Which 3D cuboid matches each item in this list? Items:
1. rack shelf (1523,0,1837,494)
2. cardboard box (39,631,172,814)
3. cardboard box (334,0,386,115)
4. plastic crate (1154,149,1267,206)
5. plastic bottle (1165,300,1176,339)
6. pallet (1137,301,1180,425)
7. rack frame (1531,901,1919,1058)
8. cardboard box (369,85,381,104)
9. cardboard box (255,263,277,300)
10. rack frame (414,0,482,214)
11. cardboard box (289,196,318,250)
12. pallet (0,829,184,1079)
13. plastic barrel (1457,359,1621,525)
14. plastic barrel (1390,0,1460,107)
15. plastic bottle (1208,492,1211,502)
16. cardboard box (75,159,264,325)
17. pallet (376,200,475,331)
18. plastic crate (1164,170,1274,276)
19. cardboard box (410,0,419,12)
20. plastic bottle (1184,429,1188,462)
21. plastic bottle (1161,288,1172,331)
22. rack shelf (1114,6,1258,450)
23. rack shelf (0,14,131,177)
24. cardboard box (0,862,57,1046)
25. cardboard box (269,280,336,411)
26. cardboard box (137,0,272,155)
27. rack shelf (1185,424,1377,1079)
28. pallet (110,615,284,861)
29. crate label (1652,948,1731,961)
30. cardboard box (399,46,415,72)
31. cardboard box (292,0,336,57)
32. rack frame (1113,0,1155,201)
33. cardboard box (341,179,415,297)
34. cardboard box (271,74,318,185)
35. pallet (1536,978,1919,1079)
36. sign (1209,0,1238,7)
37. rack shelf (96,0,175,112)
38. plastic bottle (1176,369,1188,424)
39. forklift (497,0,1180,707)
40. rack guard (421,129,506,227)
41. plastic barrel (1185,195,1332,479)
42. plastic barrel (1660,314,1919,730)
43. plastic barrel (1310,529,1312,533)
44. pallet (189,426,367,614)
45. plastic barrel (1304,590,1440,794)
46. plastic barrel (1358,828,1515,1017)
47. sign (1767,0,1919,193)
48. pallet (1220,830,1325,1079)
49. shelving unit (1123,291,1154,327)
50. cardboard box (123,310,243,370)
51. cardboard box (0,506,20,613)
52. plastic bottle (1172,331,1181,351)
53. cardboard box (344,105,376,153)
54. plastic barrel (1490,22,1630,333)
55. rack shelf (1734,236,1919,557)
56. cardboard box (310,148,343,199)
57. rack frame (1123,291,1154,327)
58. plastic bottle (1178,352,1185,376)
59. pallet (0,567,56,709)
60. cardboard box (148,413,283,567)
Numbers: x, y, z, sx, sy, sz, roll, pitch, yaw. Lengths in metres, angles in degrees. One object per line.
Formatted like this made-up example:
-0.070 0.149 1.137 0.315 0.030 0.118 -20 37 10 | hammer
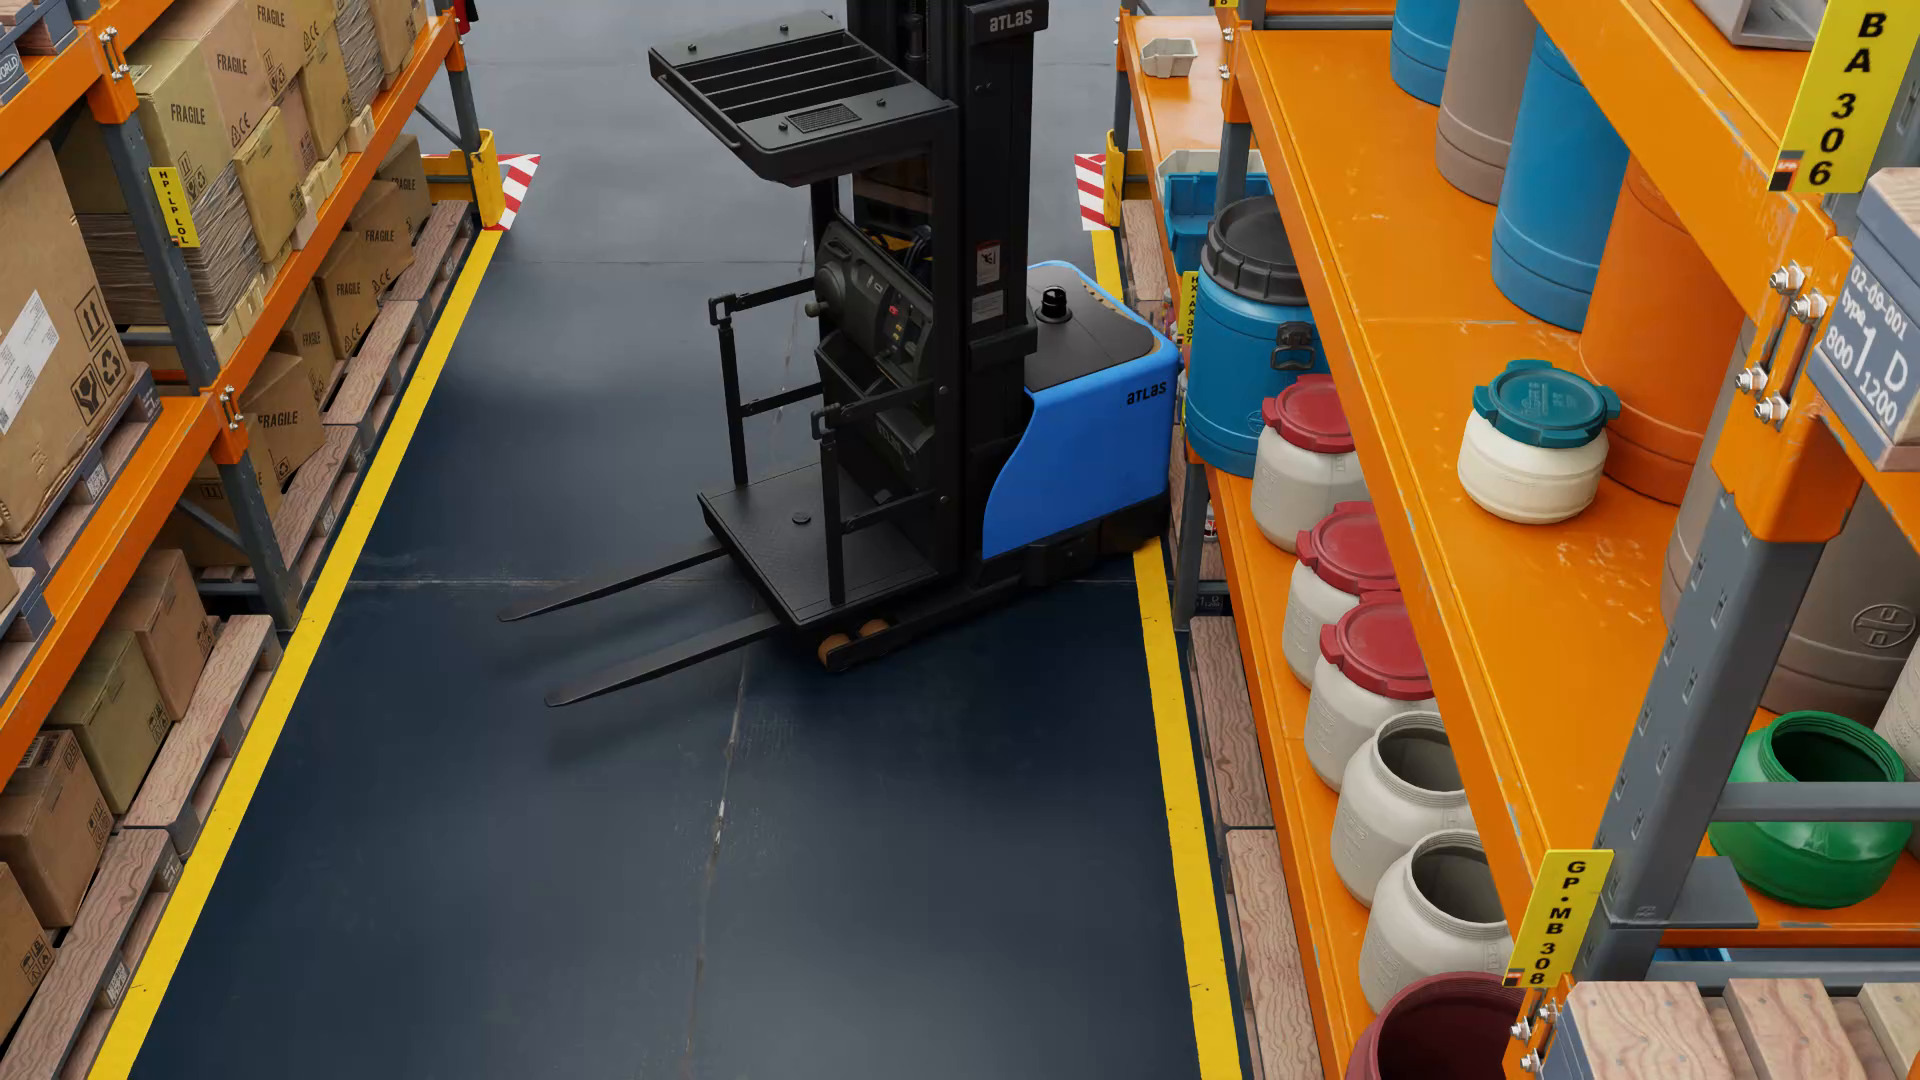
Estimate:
1.463 -1.445 3.498 1.077 0.370 4.000 0 39 0 | rack shelf
-3.532 0.698 6.373 0.700 0.500 0.500 0 39 0 | cardboard box
-3.446 -2.475 8.368 0.875 0.500 0.500 0 39 0 | cardboard box
1.205 -1.704 7.934 0.530 0.136 0.437 0 39 0 | plastic crate
1.128 -1.129 8.826 0.061 0.283 0.133 1 39 1 | plastic bottle
1.497 -0.888 8.935 1.003 0.211 1.213 0 39 0 | pallet
1.465 1.710 3.463 1.000 3.000 0.127 0 39 0 | rack frame
-3.295 -2.388 8.777 0.380 0.149 0.250 0 39 0 | cardboard box
-3.207 -1.137 7.217 0.380 0.149 0.250 0 39 0 | cardboard box
-3.497 -3.289 9.702 1.000 3.000 0.127 0 39 0 | rack frame
-3.176 -1.450 7.607 0.380 0.149 0.250 0 39 0 | cardboard box
-3.486 1.552 5.890 1.003 0.211 1.213 0 39 0 | pallet
1.230 -0.202 3.561 0.301 0.262 0.301 0 39 0 | plastic barrel
1.678 -1.840 5.093 0.600 0.901 0.708 0 39 0 | plastic barrel
1.130 -0.204 7.672 0.061 0.283 0.133 2 39 2 | plastic bottle
-3.431 -1.225 6.807 0.875 0.500 0.500 0 39 0 | cardboard box
-3.531 -1.646 9.880 1.003 0.211 1.213 0 39 0 | pallet
1.188 -1.425 7.494 0.499 0.251 0.616 0 39 0 | plastic crate
-3.524 -3.100 9.148 0.875 0.500 0.500 0 39 0 | cardboard box
1.129 -0.528 8.076 0.061 0.283 0.133 2 39 3 | plastic bottle
1.146 -1.266 9.006 0.097 0.271 0.097 0 39 0 | plastic bottle
1.458 -1.762 8.370 1.077 0.370 4.000 0 39 0 | rack shelf
-3.490 -0.427 4.306 1.077 0.370 4.000 0 39 0 | rack shelf
-3.530 1.397 5.501 0.700 0.500 0.500 3 39 4 | cardboard box
-3.540 -0.973 8.474 0.500 0.500 0.500 -3 39 -4 | cardboard box
-3.241 -1.927 6.885 0.500 0.500 0.500 0 39 0 | cardboard box
1.463 0.740 5.249 1.077 0.370 4.000 0 39 0 | rack shelf
-3.490 0.787 6.845 1.003 0.211 1.213 0 39 0 | pallet
1.734 1.075 4.228 0.502 0.435 0.616 0 39 0 | crate label
-3.239 -2.701 9.168 0.380 0.149 0.250 0 39 0 | cardboard box
-3.253 -2.553 7.665 0.500 0.500 0.500 0 39 0 | cardboard box
1.456 -3.293 9.706 1.000 3.000 0.127 0 39 0 | rack frame
-3.478 -1.714 9.398 0.500 0.500 0.500 10 40 12 | cardboard box
-3.498 -1.850 7.587 0.875 0.500 0.500 0 39 0 | cardboard box
1.368 1.091 1.987 1.003 0.211 1.213 0 39 0 | pallet
0.910 -1.972 5.652 0.100 0.325 0.005 0 39 0 | sign
-3.495 -2.928 7.428 1.077 0.370 4.000 0 39 0 | rack shelf
1.175 -0.726 8.330 0.152 0.276 0.135 1 39 1 | plastic bottle
-0.542 -0.946 6.832 3.031 2.935 1.130 -20 43 -23 | forklift
-3.497 -2.266 10.424 1.175 0.500 0.348 0 39 0 | rack guard
1.158 -0.745 6.126 0.600 0.901 0.708 0 39 0 | plastic barrel
1.681 -0.170 3.009 0.600 0.901 0.600 0 39 0 | plastic barrel
1.309 0.090 5.595 0.301 0.262 0.301 0 39 0 | plastic barrel
-3.529 -0.120 7.976 1.003 0.211 1.213 0 39 0 | pallet
1.244 0.483 4.885 0.433 0.535 0.433 0 39 0 | plastic barrel
1.250 1.023 4.231 0.421 0.512 0.421 0 39 0 | plastic barrel
0.915 -0.500 1.682 0.100 0.325 0.005 0 39 0 | sign
1.504 1.553 5.889 1.003 0.211 1.213 0 39 0 | pallet
0.773 -0.761 8.224 0.210 0.900 0.258 -20 43 -23 | shelving unit
-3.192 -0.825 6.827 0.380 0.149 0.250 0 39 0 | cardboard box
-3.398 0.092 5.064 0.797 0.503 0.637 4 39 5 | cardboard box
1.147 -0.989 8.661 0.097 0.271 0.097 0 39 0 | plastic bottle
-3.184 -2.075 8.387 0.380 0.149 0.250 0 39 0 | cardboard box
1.680 -1.022 4.072 0.600 0.901 0.708 0 39 0 | plastic barrel
1.467 1.056 0.377 1.077 0.370 4.000 0 39 0 | rack shelf
-3.207 -1.763 7.997 0.380 0.149 0.250 0 39 0 | cardboard box
0.861 -0.794 8.264 0.006 0.900 0.240 -20 43 -23 | rack frame
1.147 -0.862 8.503 0.097 0.271 0.097 0 39 0 | plastic bottle
-3.531 0.550 5.063 1.003 0.211 1.213 0 39 0 | pallet
-3.453 -0.227 7.543 0.500 0.500 0.500 -1 39 -1 | cardboard box
